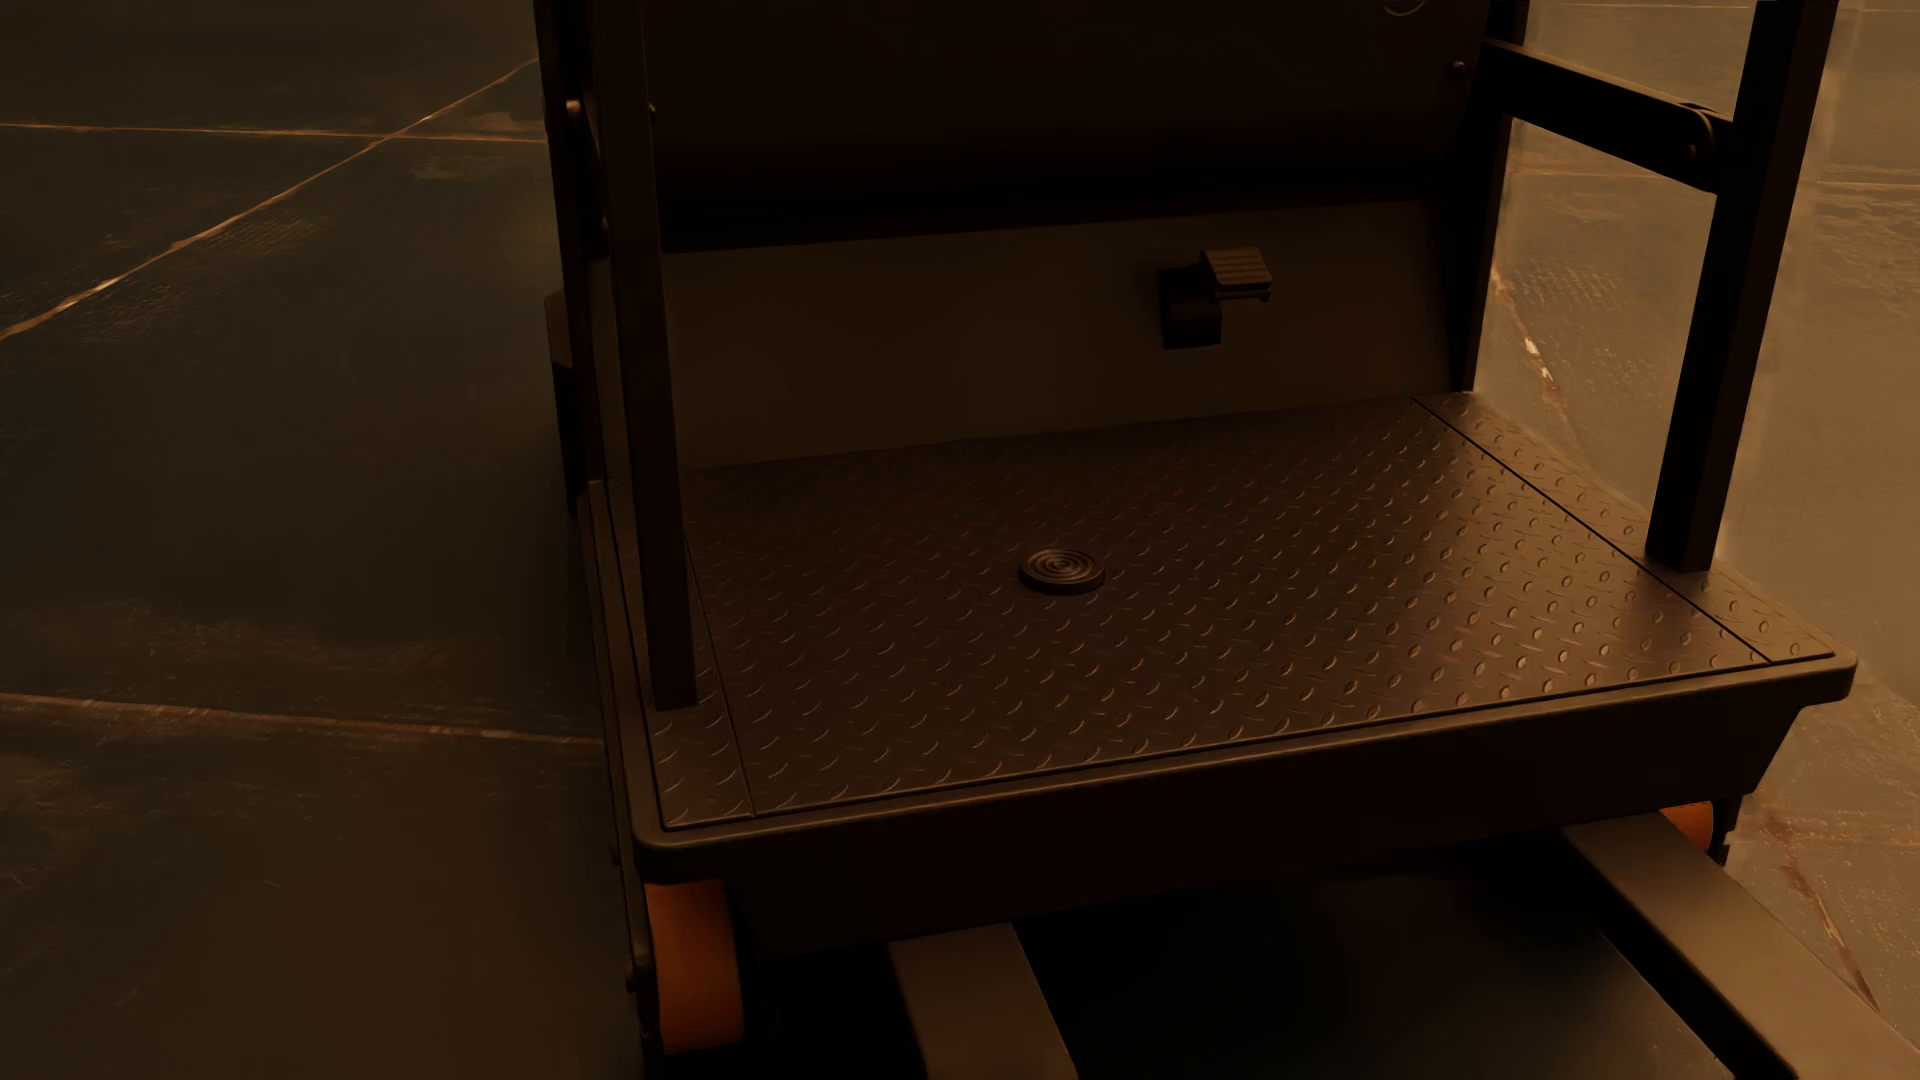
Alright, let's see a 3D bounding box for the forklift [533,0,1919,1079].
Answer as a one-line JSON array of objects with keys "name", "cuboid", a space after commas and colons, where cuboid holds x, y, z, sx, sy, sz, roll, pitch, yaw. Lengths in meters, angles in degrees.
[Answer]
[{"name": "forklift", "cuboid": [0.165, -1.027, 1.275, 1.130, 2.935, 3.031, -7, 27, -13]}]
